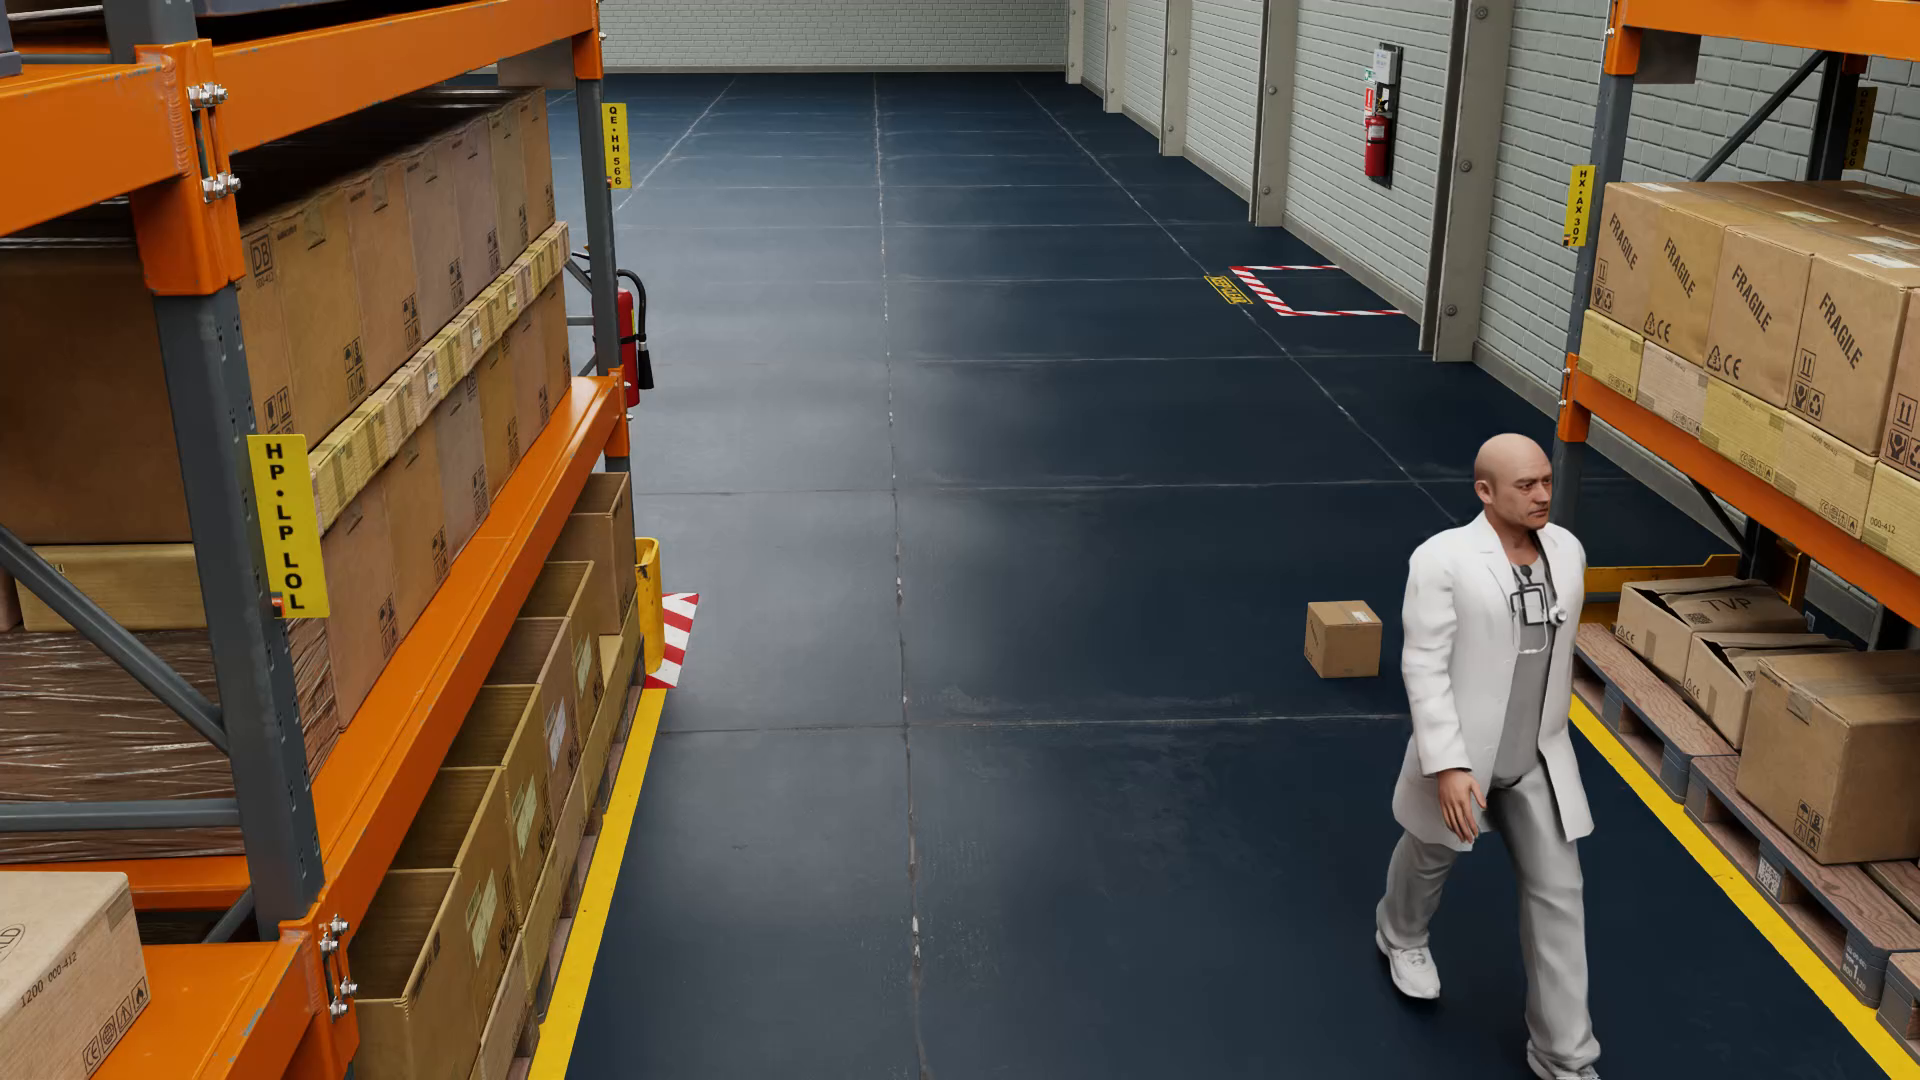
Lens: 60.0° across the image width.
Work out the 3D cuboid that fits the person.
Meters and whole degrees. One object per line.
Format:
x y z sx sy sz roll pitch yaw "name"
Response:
1.454 0.604 4.406 0.570 1.725 1.065 -4 20 -10 "person"
